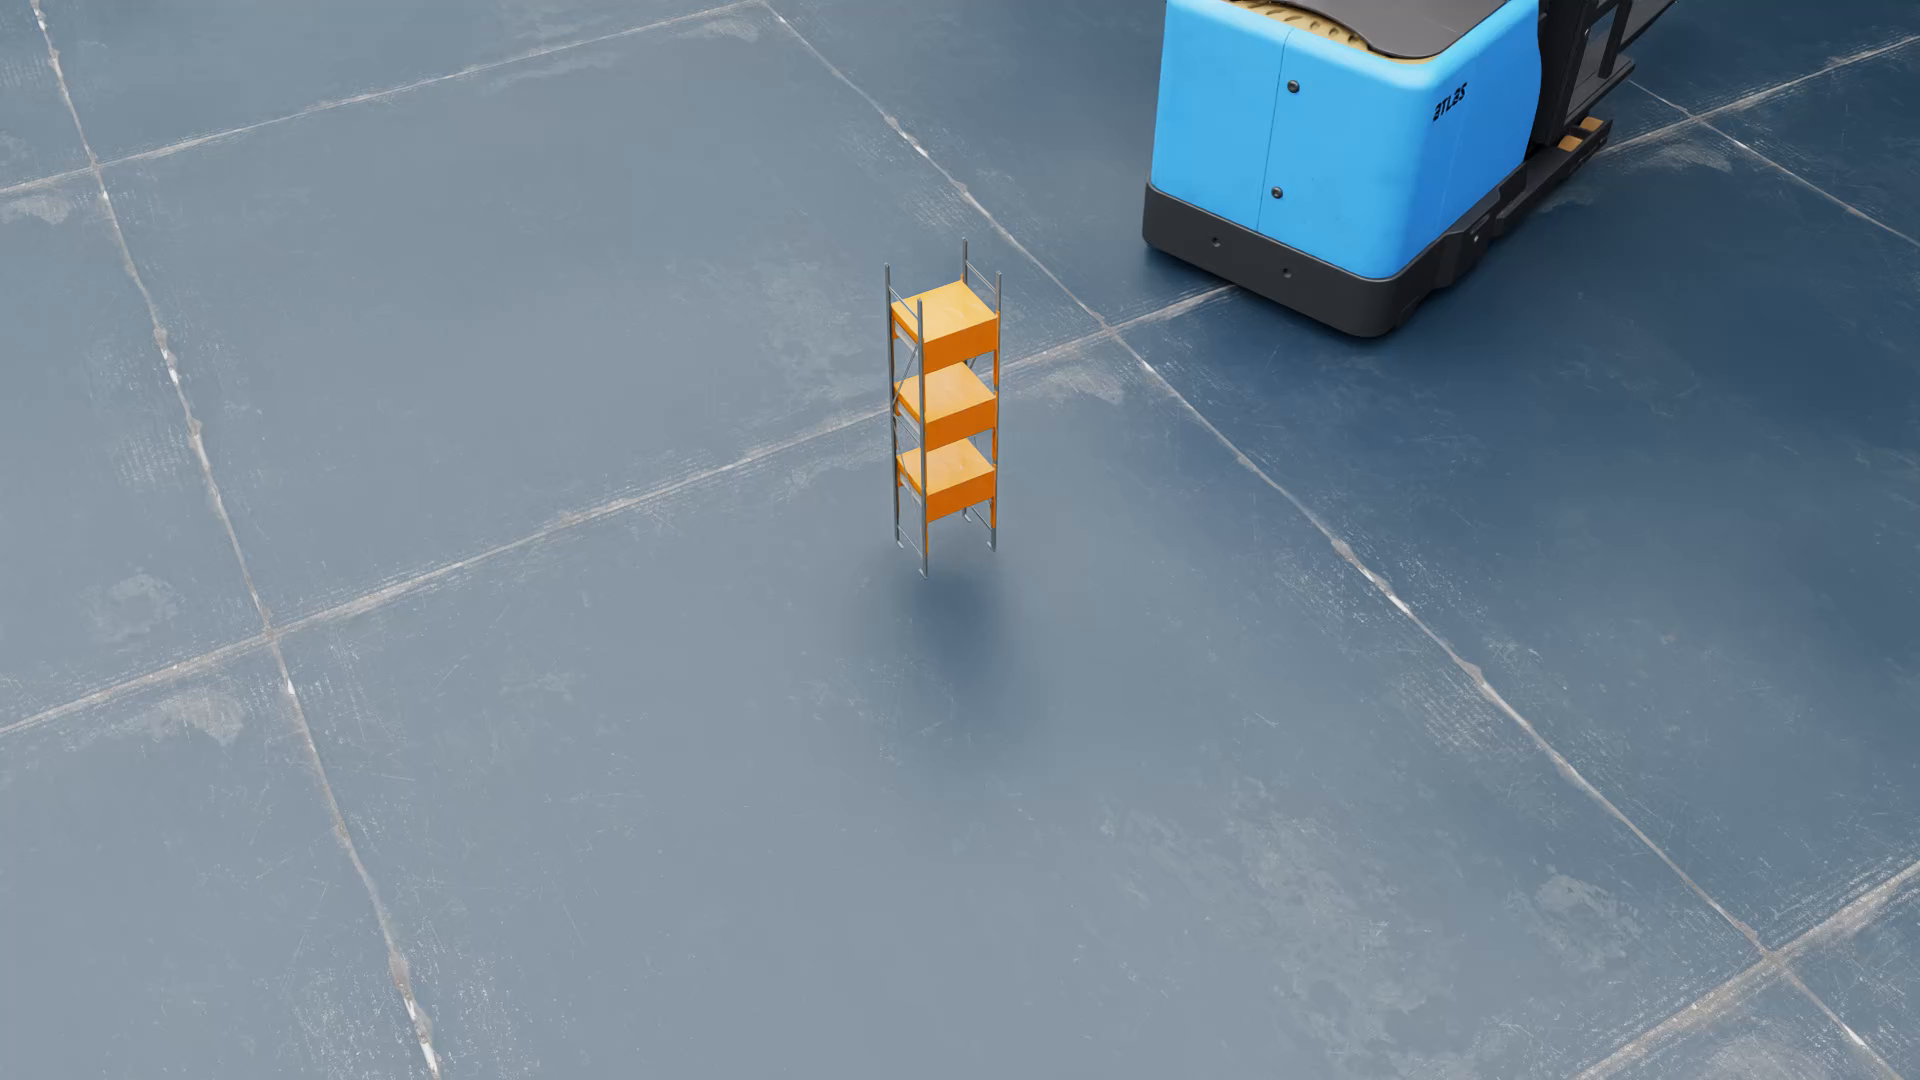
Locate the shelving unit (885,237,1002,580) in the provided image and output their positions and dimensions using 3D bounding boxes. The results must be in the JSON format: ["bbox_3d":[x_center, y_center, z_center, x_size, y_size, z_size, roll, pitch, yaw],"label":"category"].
[{"bbox_3d":[-0.046,-0.358,4.865,0.252,1.050,0.215,-22,48,-21],"label":"shelving unit"}]

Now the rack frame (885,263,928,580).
[{"bbox_3d":[-0.152,-0.316,4.822,0.008,1.050,0.200,-22,48,-21],"label":"rack frame"}]

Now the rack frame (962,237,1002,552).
[{"bbox_3d":[0.059,-0.401,4.909,0.008,1.050,0.200,-22,48,-21],"label":"rack frame"}]

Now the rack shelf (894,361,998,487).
[{"bbox_3d":[-0.046,-0.351,4.873,0.240,0.259,0.215,-22,48,-21],"label":"rack shelf"}]

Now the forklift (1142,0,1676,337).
[{"bbox_3d":[2.027,-2.729,5.957,1.130,2.935,3.031,30,52,28],"label":"forklift"}]

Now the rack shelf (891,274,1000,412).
[{"bbox_3d":[-0.046,-0.554,4.675,0.240,0.259,0.215,-22,48,-21],"label":"rack shelf"}]

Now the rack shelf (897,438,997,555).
[{"bbox_3d":[-0.046,-0.151,5.066,0.240,0.259,0.215,-22,48,-21],"label":"rack shelf"}]
